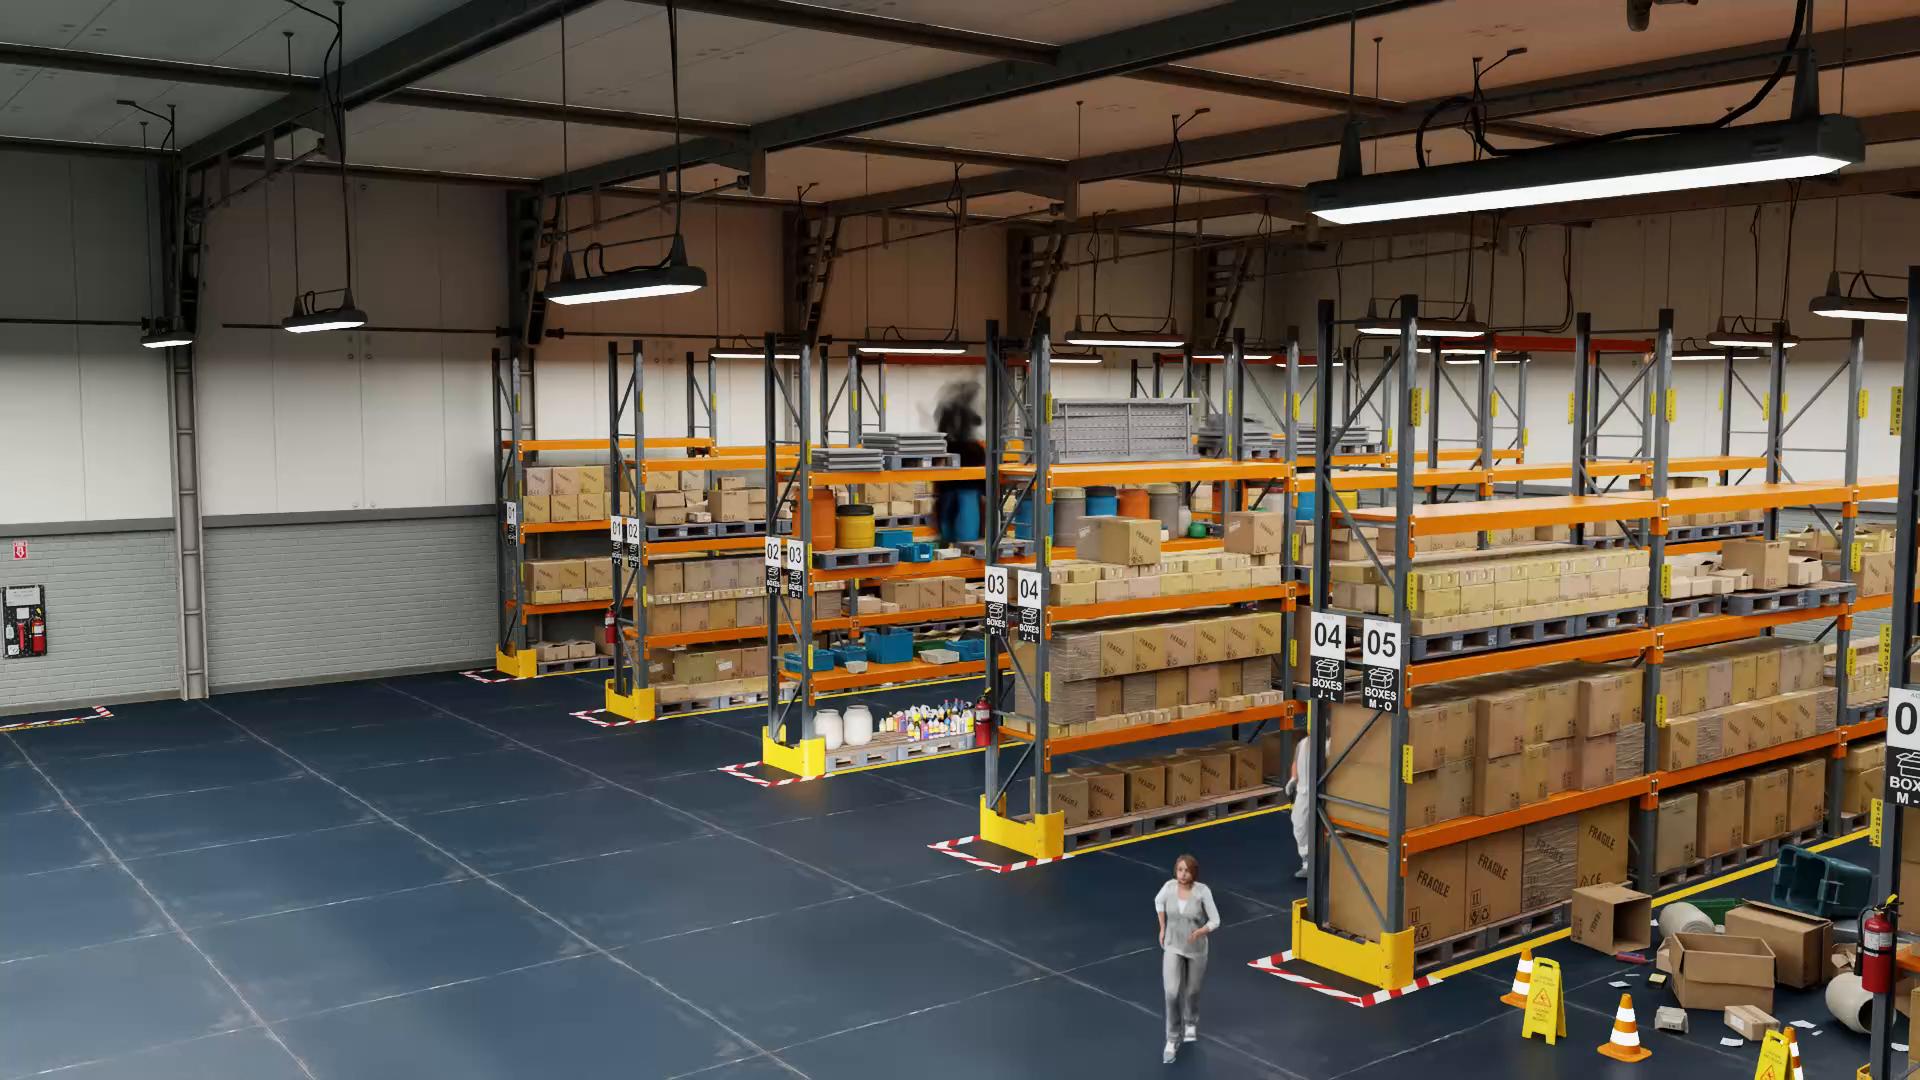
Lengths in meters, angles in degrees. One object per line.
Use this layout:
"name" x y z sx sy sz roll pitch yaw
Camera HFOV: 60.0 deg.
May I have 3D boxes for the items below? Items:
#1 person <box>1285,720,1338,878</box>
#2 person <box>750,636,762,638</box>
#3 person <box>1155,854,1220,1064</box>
"person" 3.829 2.727 17.836 0.690 1.747 0.698 -5 7 -44
"person" -3.716 1.769 29.739 0.639 1.586 0.517 -4 7 -41
"person" 1.762 3.235 12.955 0.525 1.622 0.712 1 5 12
